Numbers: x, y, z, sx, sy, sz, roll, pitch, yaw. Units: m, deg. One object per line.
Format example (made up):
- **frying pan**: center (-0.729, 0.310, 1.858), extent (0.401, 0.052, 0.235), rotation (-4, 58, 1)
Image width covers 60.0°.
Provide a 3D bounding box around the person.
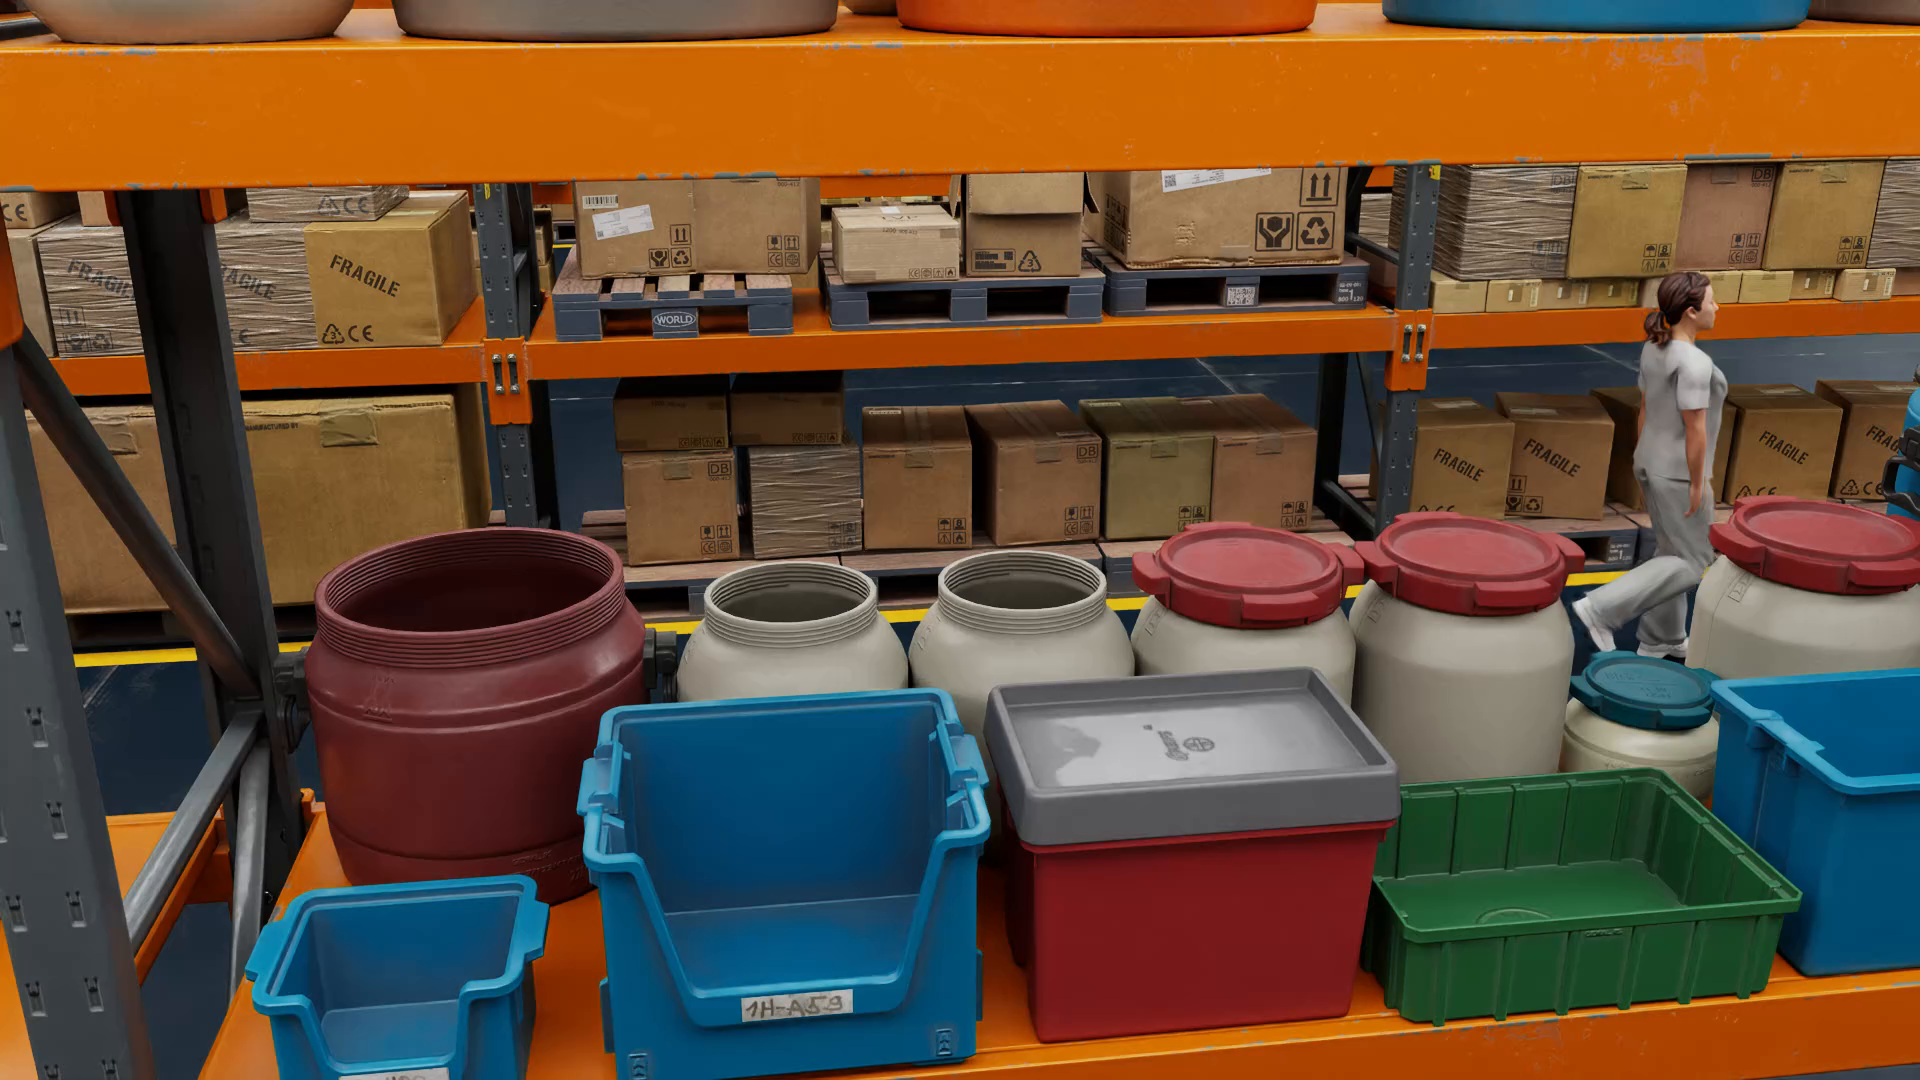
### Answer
- **person**: center (2.857, -0.267, 6.768), extent (0.680, 1.655, 0.443), rotation (-1, 20, -3)
